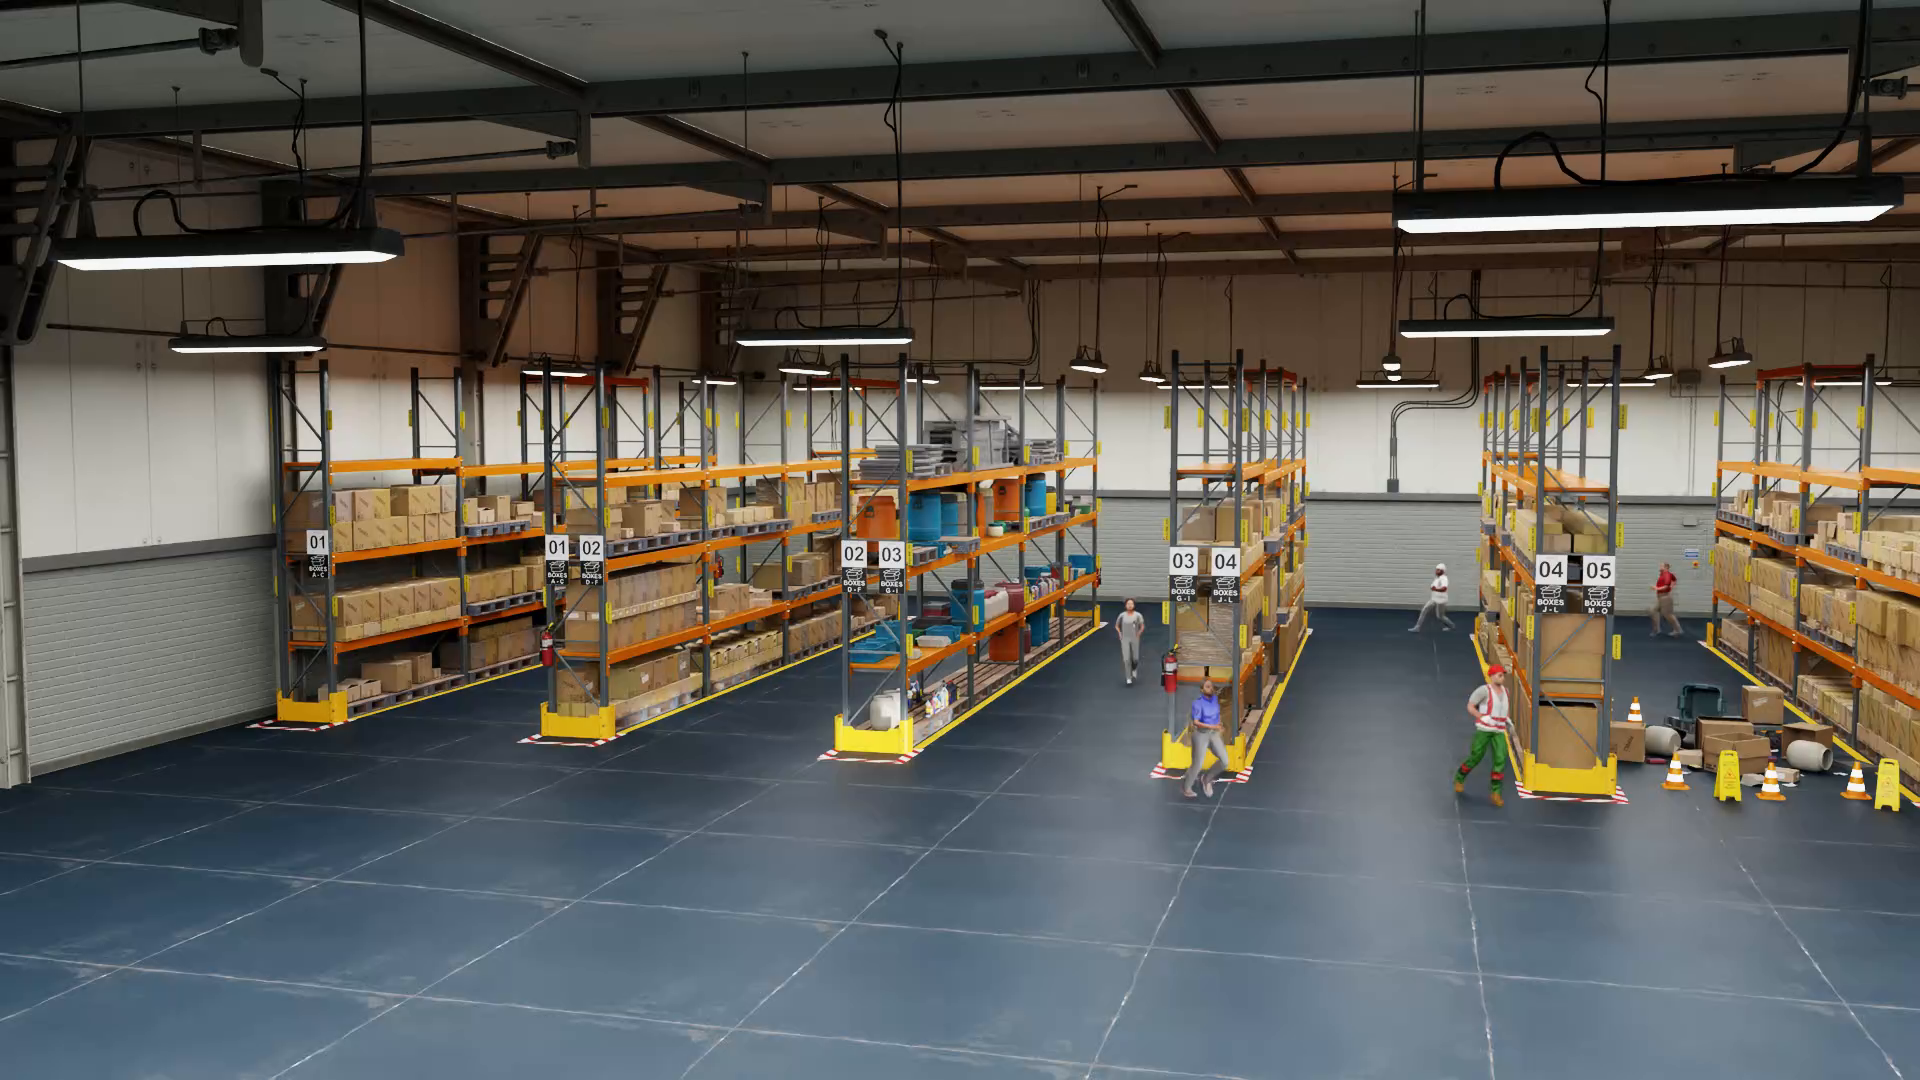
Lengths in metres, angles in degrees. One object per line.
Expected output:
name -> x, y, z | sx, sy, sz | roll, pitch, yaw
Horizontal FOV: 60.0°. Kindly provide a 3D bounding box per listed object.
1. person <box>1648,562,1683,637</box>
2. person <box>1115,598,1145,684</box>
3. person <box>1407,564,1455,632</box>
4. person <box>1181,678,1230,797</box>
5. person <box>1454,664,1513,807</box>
person -> 16.268, 1.406, 38.281 | 0.697, 1.786, 0.661 | 1, 4, 13
person -> 3.231, 1.912, 31.675 | 0.561, 1.619, 0.591 | 0, 4, 7
person -> 11.142, 1.374, 38.911 | 1.108, 1.632, 0.758 | -1, 4, -11
person -> 3.267, 2.607, 21.864 | 0.595, 1.609, 0.800 | -2, 5, -30
person -> 7.017, 2.531, 21.909 | 0.719, 1.782, 0.934 | -1, 4, -14
